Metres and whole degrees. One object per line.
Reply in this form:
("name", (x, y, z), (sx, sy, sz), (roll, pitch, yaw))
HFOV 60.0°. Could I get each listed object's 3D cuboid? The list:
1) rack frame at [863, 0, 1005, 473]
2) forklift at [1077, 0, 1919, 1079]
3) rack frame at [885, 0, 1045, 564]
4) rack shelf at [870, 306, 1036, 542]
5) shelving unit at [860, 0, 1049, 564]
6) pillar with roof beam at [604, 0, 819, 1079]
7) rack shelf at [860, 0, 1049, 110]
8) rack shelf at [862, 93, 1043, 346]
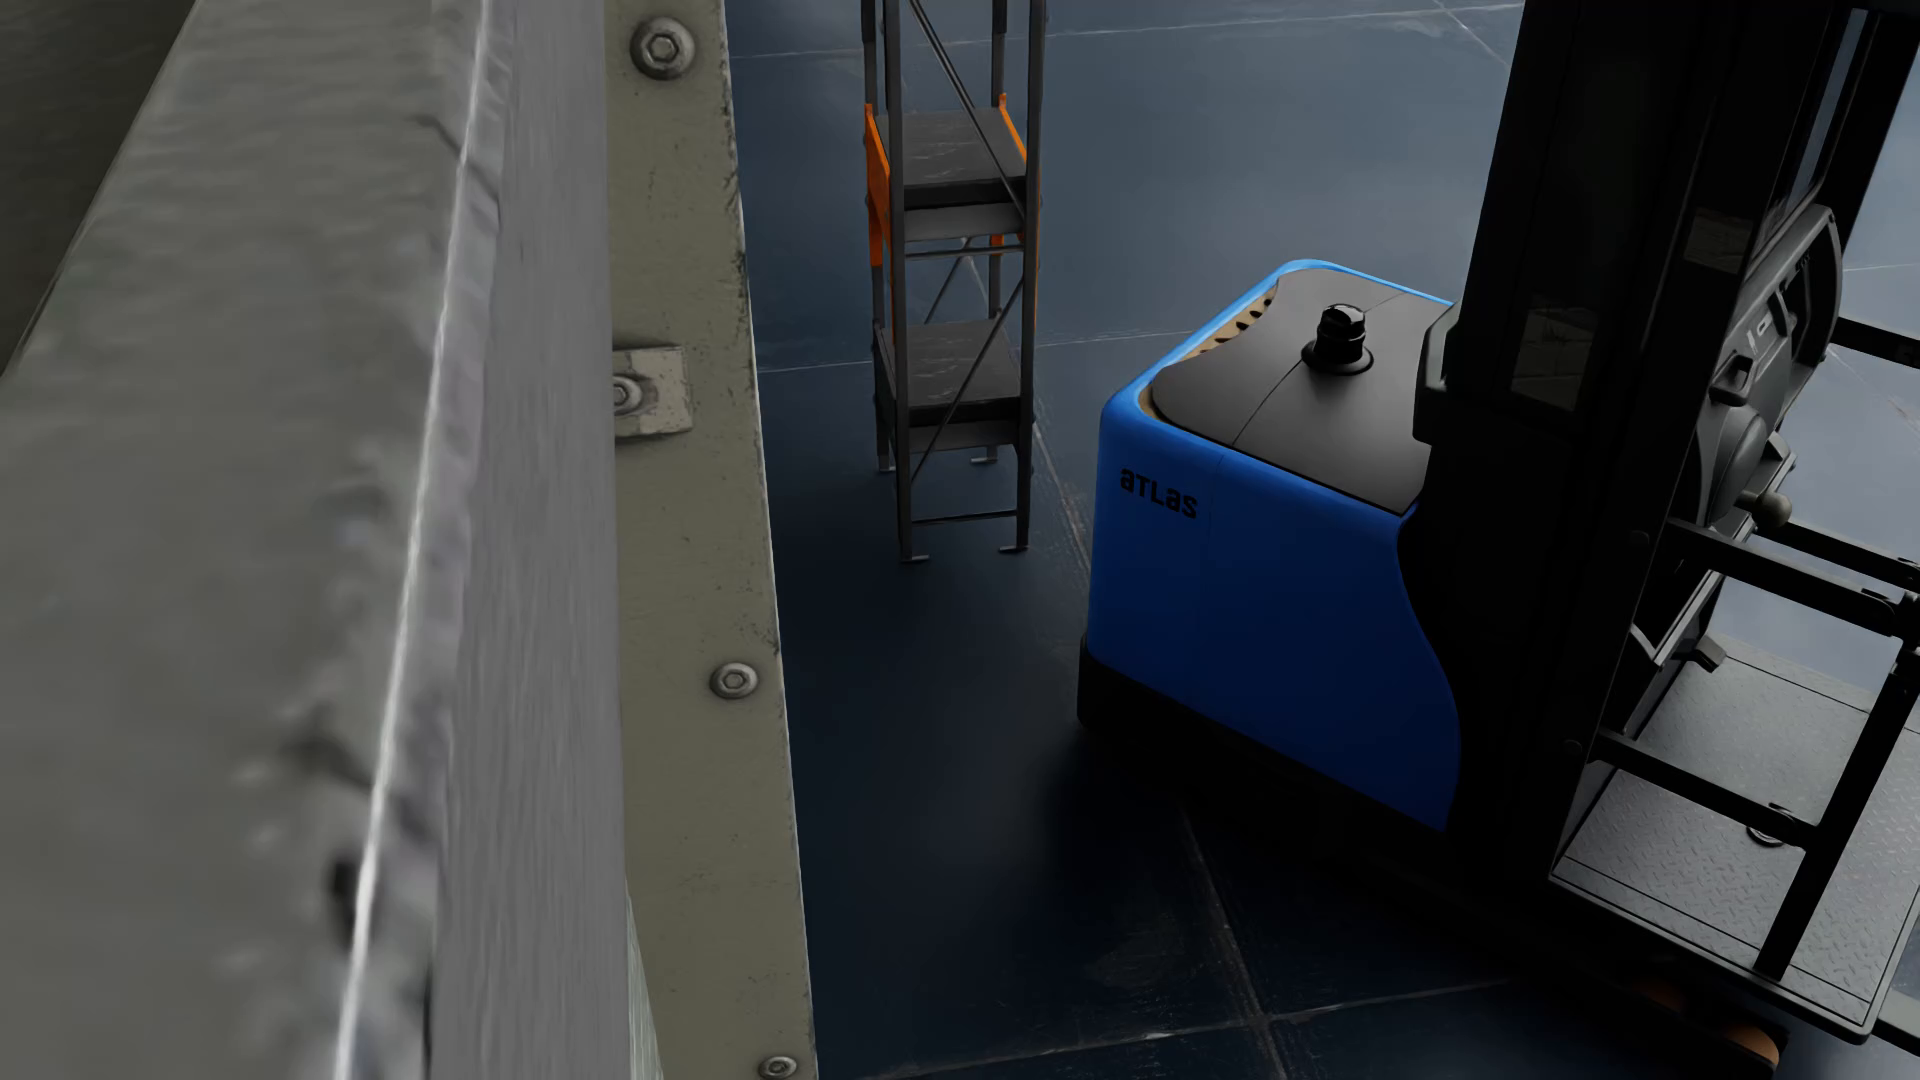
("rack frame", (-0.072, -1.077, 4.924), (0.400, 2.100, 0.015), (-6, 38, -8))
("forklift", (1.793, -0.307, 3.256), (3.031, 2.935, 1.130), (25, 44, 29))
("rack frame", (0.014, -0.782, 4.545), (0.400, 2.100, 0.015), (-6, 38, -8))
("rack shelf", (-0.029, -0.366, 5.172), (0.431, 0.518, 0.480), (-6, 38, -8))
("shelving unit", (-0.029, -0.929, 4.735), (0.431, 2.100, 0.503), (-6, 38, -8))
("pillar with roof beam", (3.768, -2.785, 1.500), (9.100, 9.000, 0.400), (-6, 38, -8))
("rack shelf", (-0.029, -1.471, 4.313), (0.431, 0.518, 0.480), (-6, 38, -8))
("rack shelf", (-0.029, -0.918, 4.743), (0.431, 0.518, 0.480), (-6, 38, -8))
